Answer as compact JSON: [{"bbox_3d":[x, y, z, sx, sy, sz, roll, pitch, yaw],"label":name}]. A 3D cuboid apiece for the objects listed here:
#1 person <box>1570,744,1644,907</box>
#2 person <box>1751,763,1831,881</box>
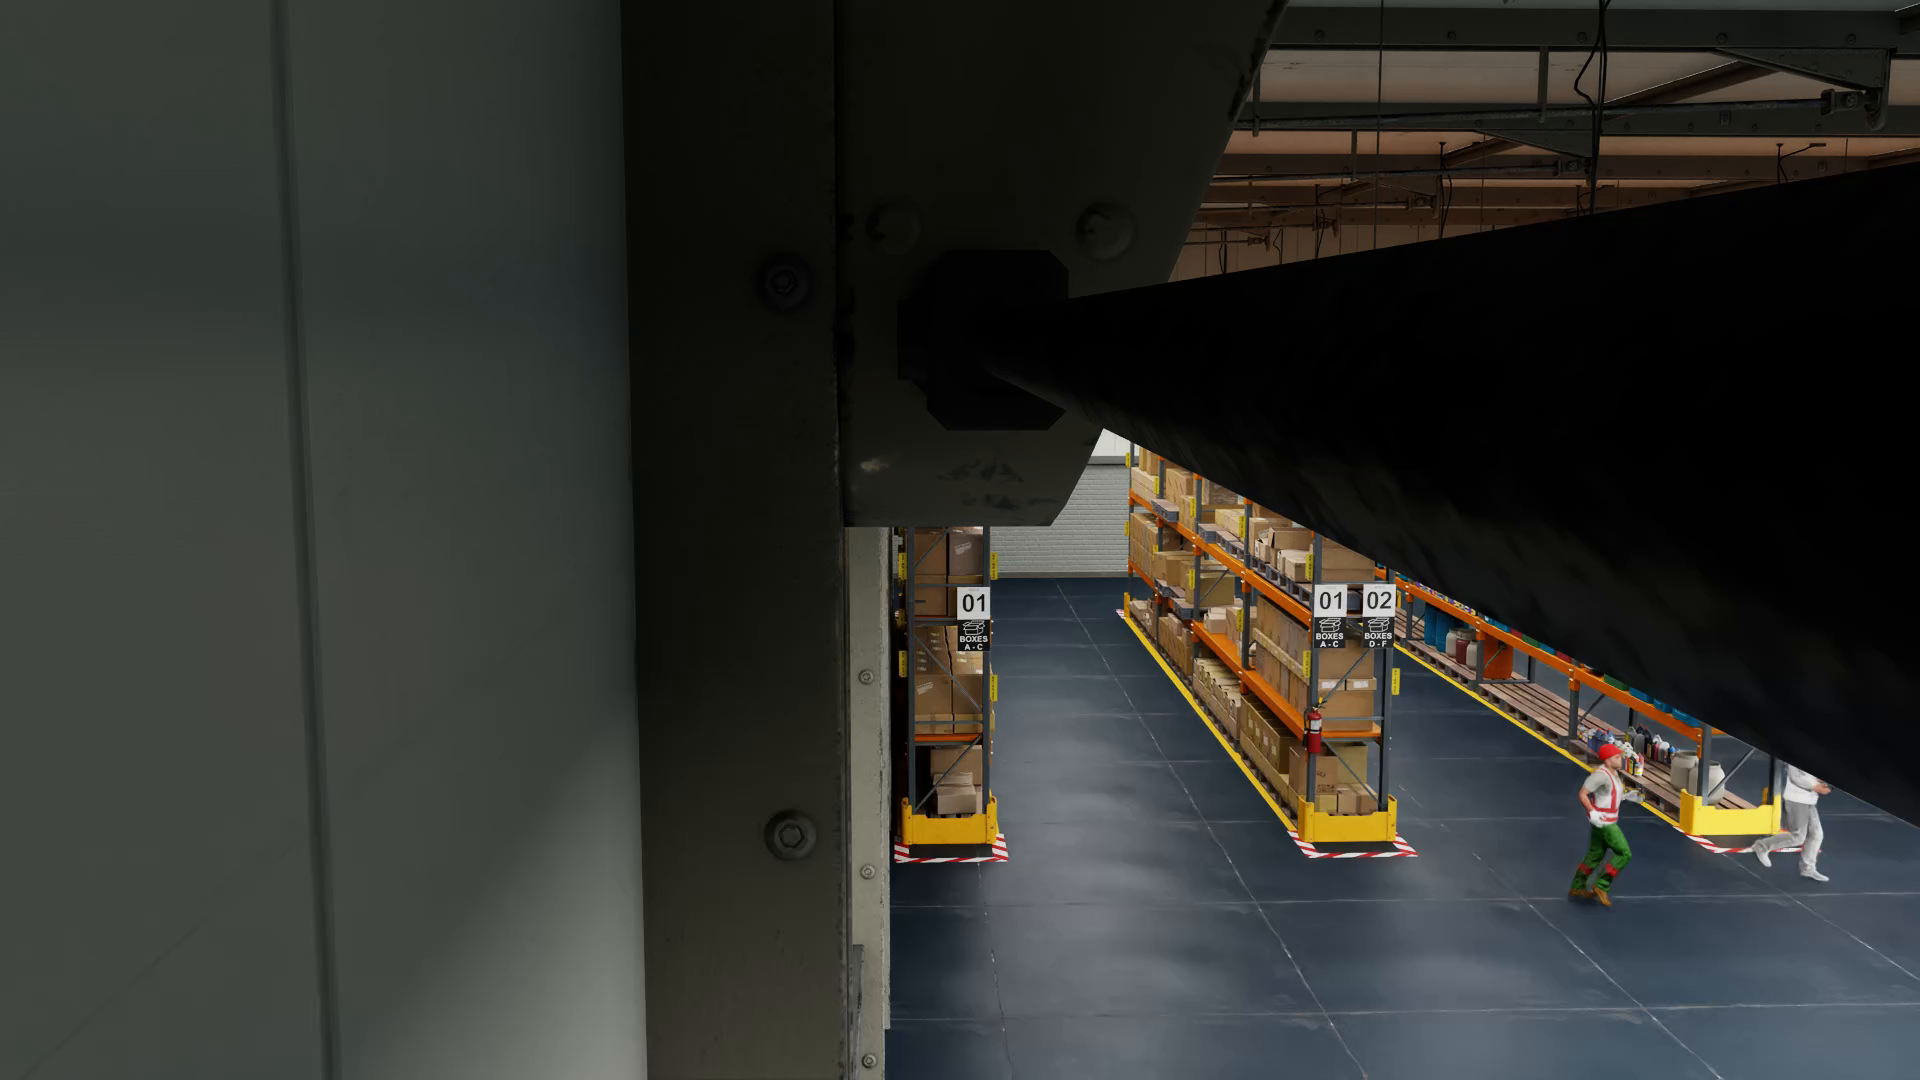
[{"bbox_3d":[7.127,3.125,18.297,0.709,1.806,0.620,3,8,24],"label":"person"},{"bbox_3d":[9.677,3.016,19.262,0.815,1.769,0.674,5,9,34],"label":"person"}]
